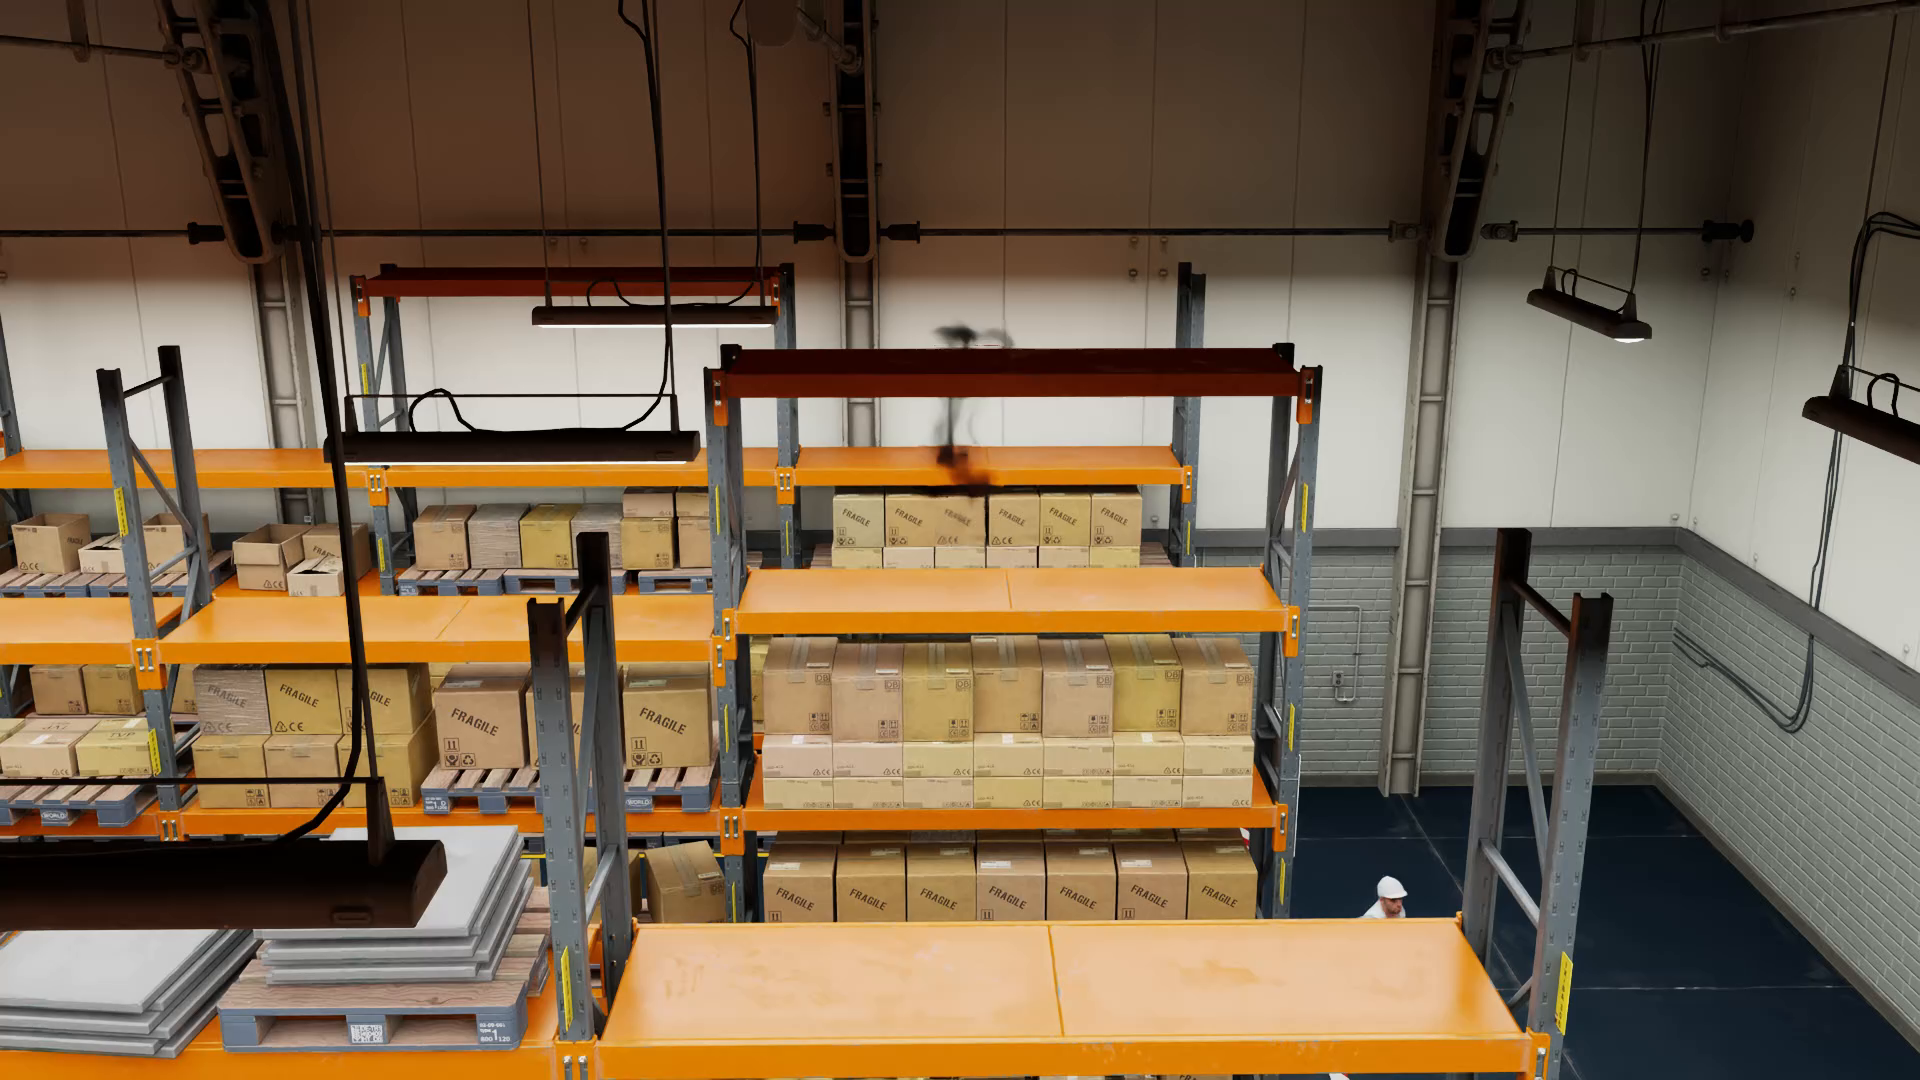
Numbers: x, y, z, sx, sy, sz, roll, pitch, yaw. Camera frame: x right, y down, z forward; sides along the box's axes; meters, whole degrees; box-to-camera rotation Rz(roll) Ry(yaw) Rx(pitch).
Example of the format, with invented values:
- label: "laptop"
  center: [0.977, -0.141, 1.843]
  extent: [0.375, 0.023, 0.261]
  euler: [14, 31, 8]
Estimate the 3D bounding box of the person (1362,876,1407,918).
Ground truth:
- label: "person"
  center: [3.430, 3.465, 13.615]
  extent: [0.708, 1.747, 0.773]
  euler: [-6, 17, -21]
